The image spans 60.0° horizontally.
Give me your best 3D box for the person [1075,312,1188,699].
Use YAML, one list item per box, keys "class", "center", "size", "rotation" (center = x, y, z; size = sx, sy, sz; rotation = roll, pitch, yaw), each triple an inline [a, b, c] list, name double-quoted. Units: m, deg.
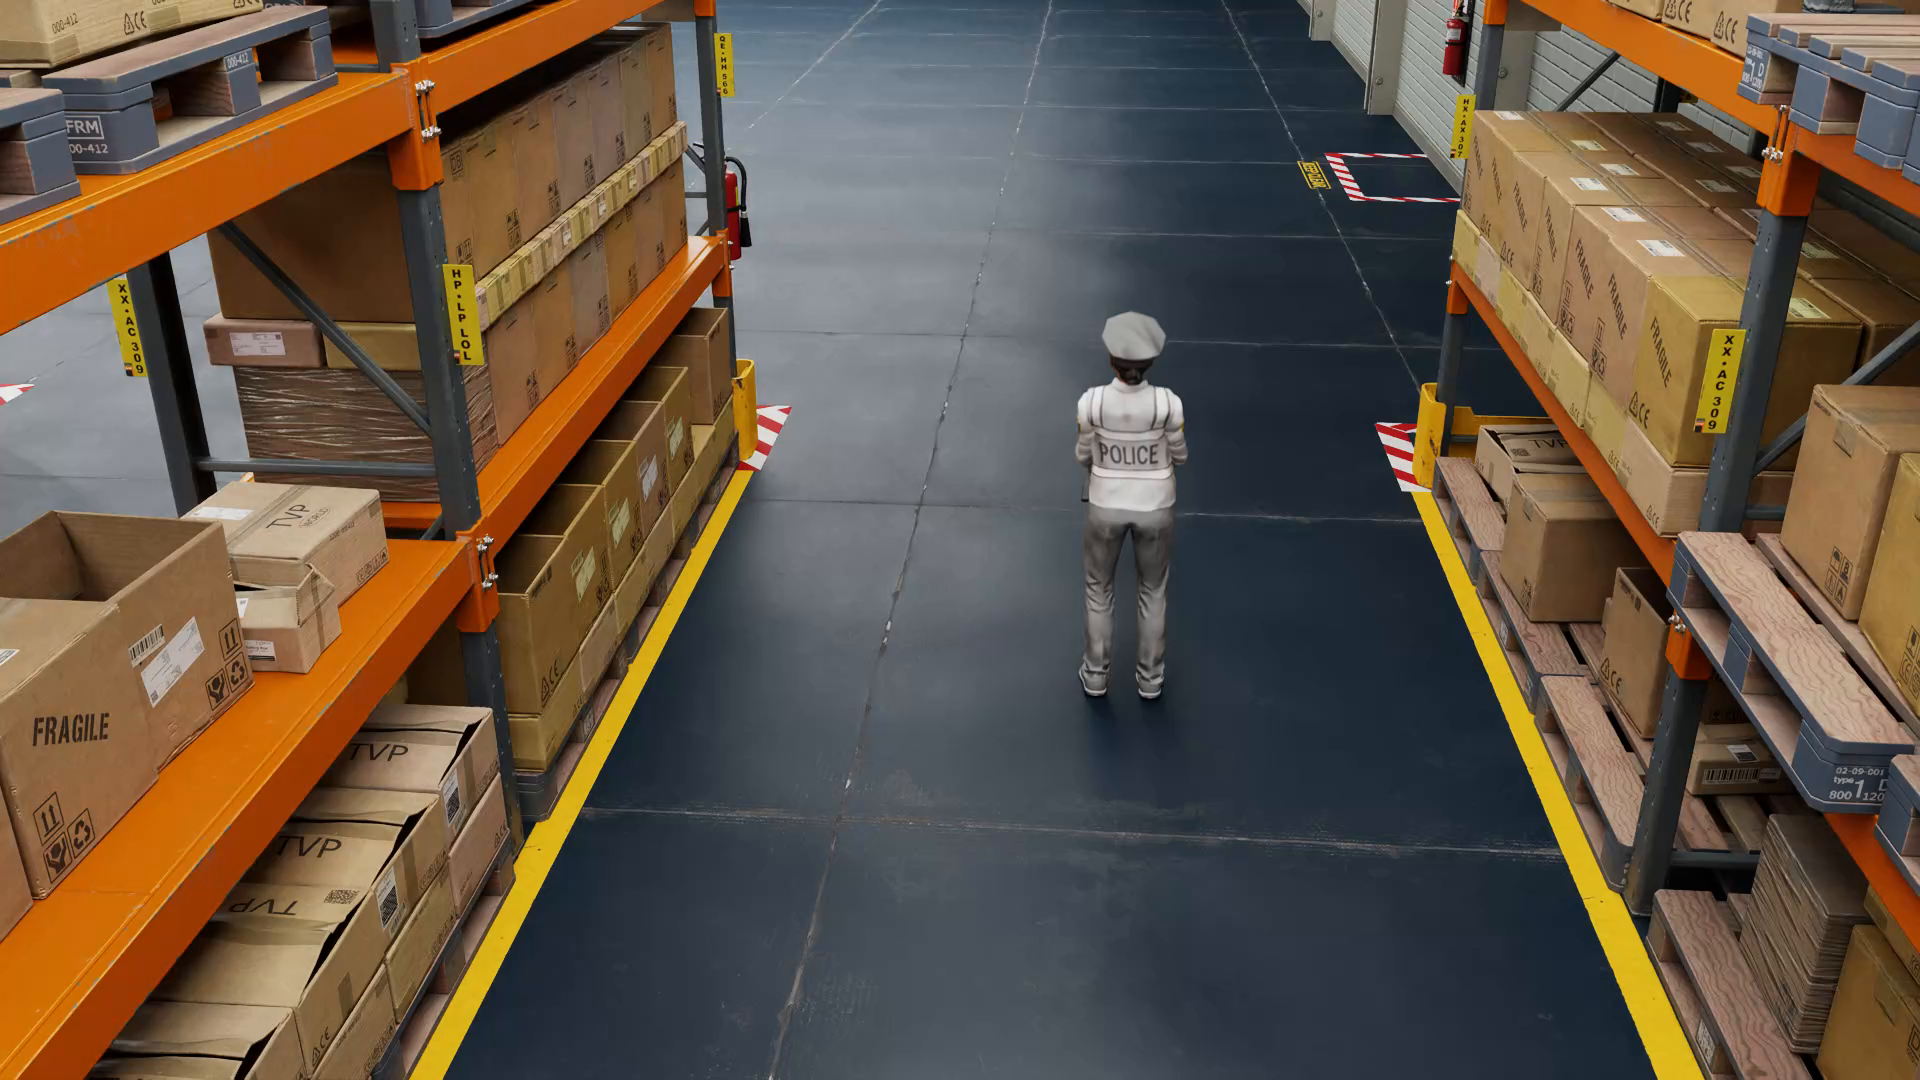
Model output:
- class: "person"
  center: [0.701, -0.154, 6.913]
  size: [0.459, 1.686, 0.556]
  rotation: [2, 25, 5]
